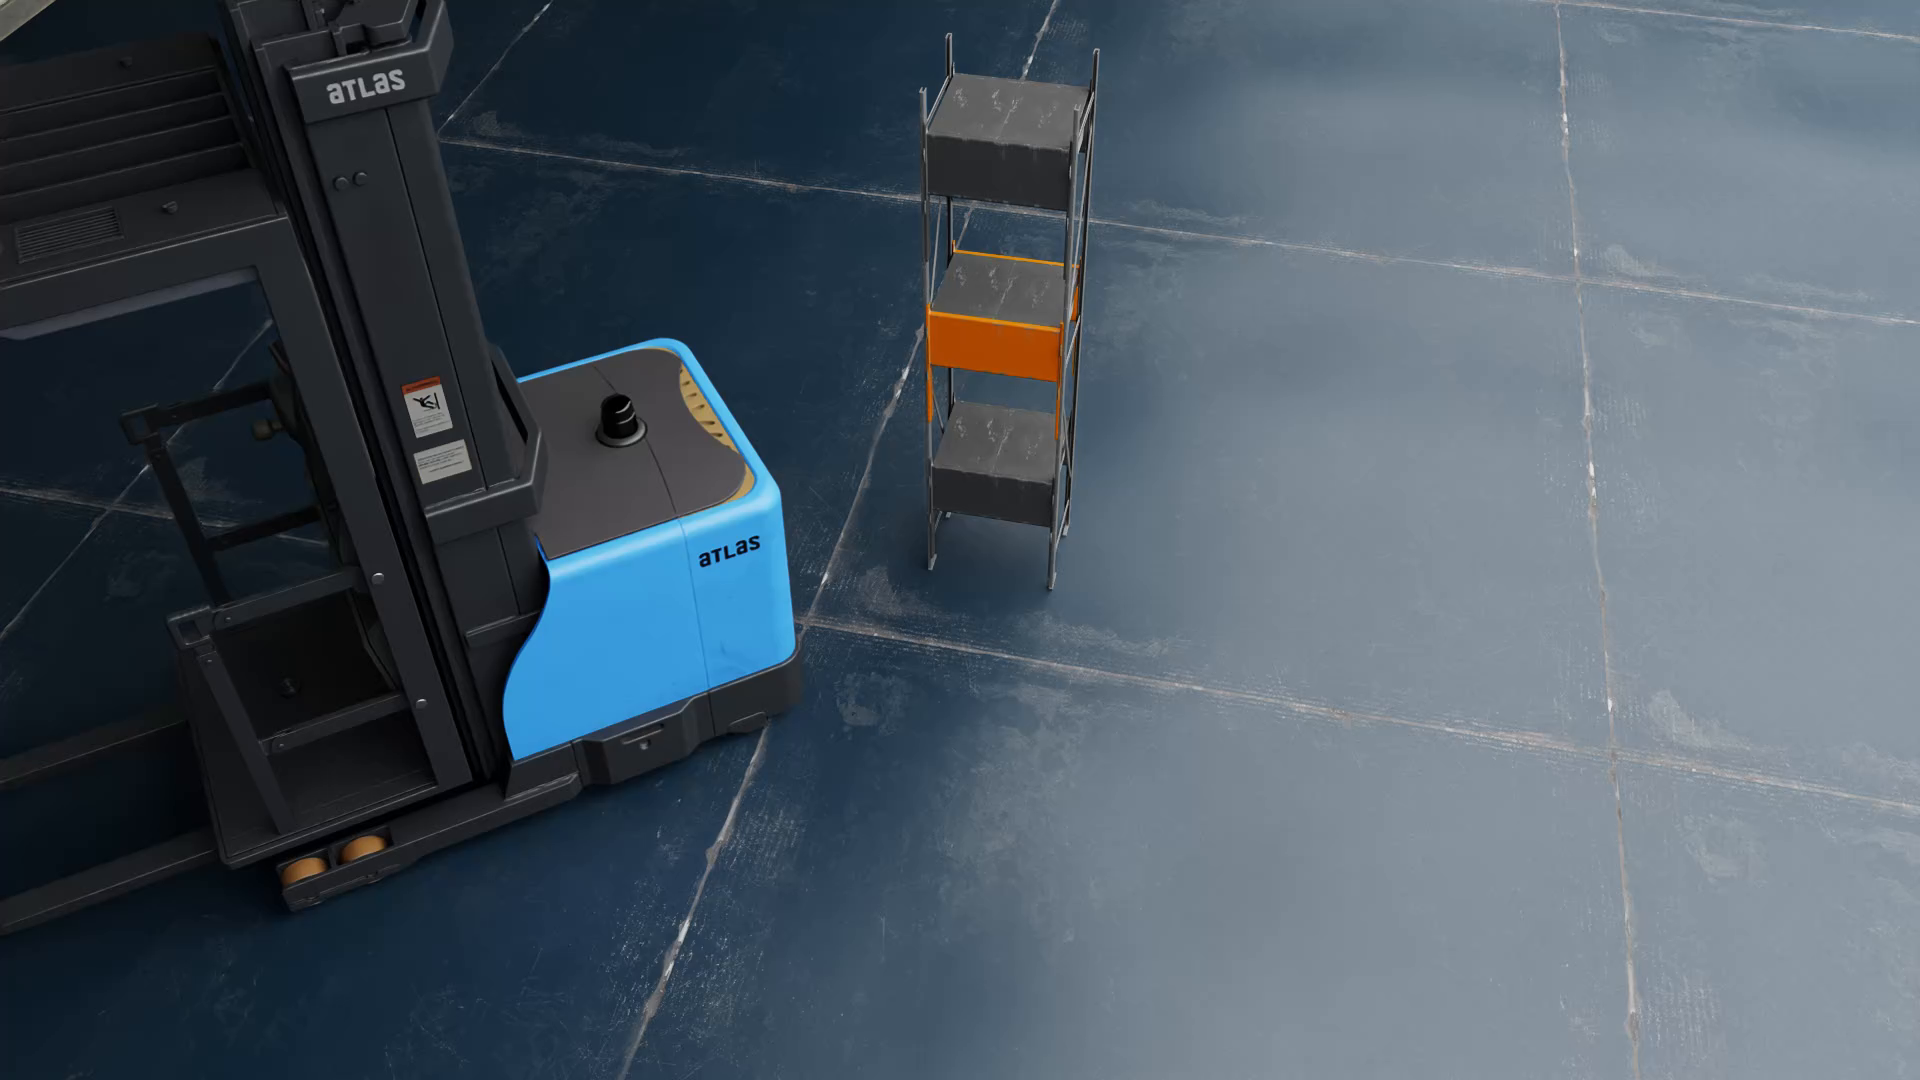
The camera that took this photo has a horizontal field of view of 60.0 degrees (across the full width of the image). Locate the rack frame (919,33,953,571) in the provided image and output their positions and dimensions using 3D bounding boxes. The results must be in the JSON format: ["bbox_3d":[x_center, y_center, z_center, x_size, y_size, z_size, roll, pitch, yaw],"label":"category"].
[{"bbox_3d":[-0.077,-0.768,6.034,0.015,2.100,0.400,9,45,9],"label":"rack frame"}]

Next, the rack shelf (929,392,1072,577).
[{"bbox_3d":[0.162,-0.217,6.491,0.480,0.518,0.431,9,45,9],"label":"rack shelf"}]

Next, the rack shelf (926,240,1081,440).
[{"bbox_3d":[0.162,-0.722,6.005,0.480,0.518,0.431,9,45,9],"label":"rack shelf"}]

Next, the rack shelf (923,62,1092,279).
[{"bbox_3d":[0.162,-1.226,5.520,0.480,0.518,0.431,9,45,9],"label":"rack shelf"}]

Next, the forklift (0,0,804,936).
[{"bbox_3d":[-2.121,-0.268,4.915,3.031,2.935,1.130,-20,47,-19],"label":"forklift"}]

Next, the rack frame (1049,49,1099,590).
[{"bbox_3d":[0.400,-0.694,5.957,0.015,2.100,0.400,9,45,9],"label":"rack frame"}]

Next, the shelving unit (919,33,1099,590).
[{"bbox_3d":[0.162,-0.731,5.996,0.503,2.100,0.431,9,45,9],"label":"shelving unit"}]
